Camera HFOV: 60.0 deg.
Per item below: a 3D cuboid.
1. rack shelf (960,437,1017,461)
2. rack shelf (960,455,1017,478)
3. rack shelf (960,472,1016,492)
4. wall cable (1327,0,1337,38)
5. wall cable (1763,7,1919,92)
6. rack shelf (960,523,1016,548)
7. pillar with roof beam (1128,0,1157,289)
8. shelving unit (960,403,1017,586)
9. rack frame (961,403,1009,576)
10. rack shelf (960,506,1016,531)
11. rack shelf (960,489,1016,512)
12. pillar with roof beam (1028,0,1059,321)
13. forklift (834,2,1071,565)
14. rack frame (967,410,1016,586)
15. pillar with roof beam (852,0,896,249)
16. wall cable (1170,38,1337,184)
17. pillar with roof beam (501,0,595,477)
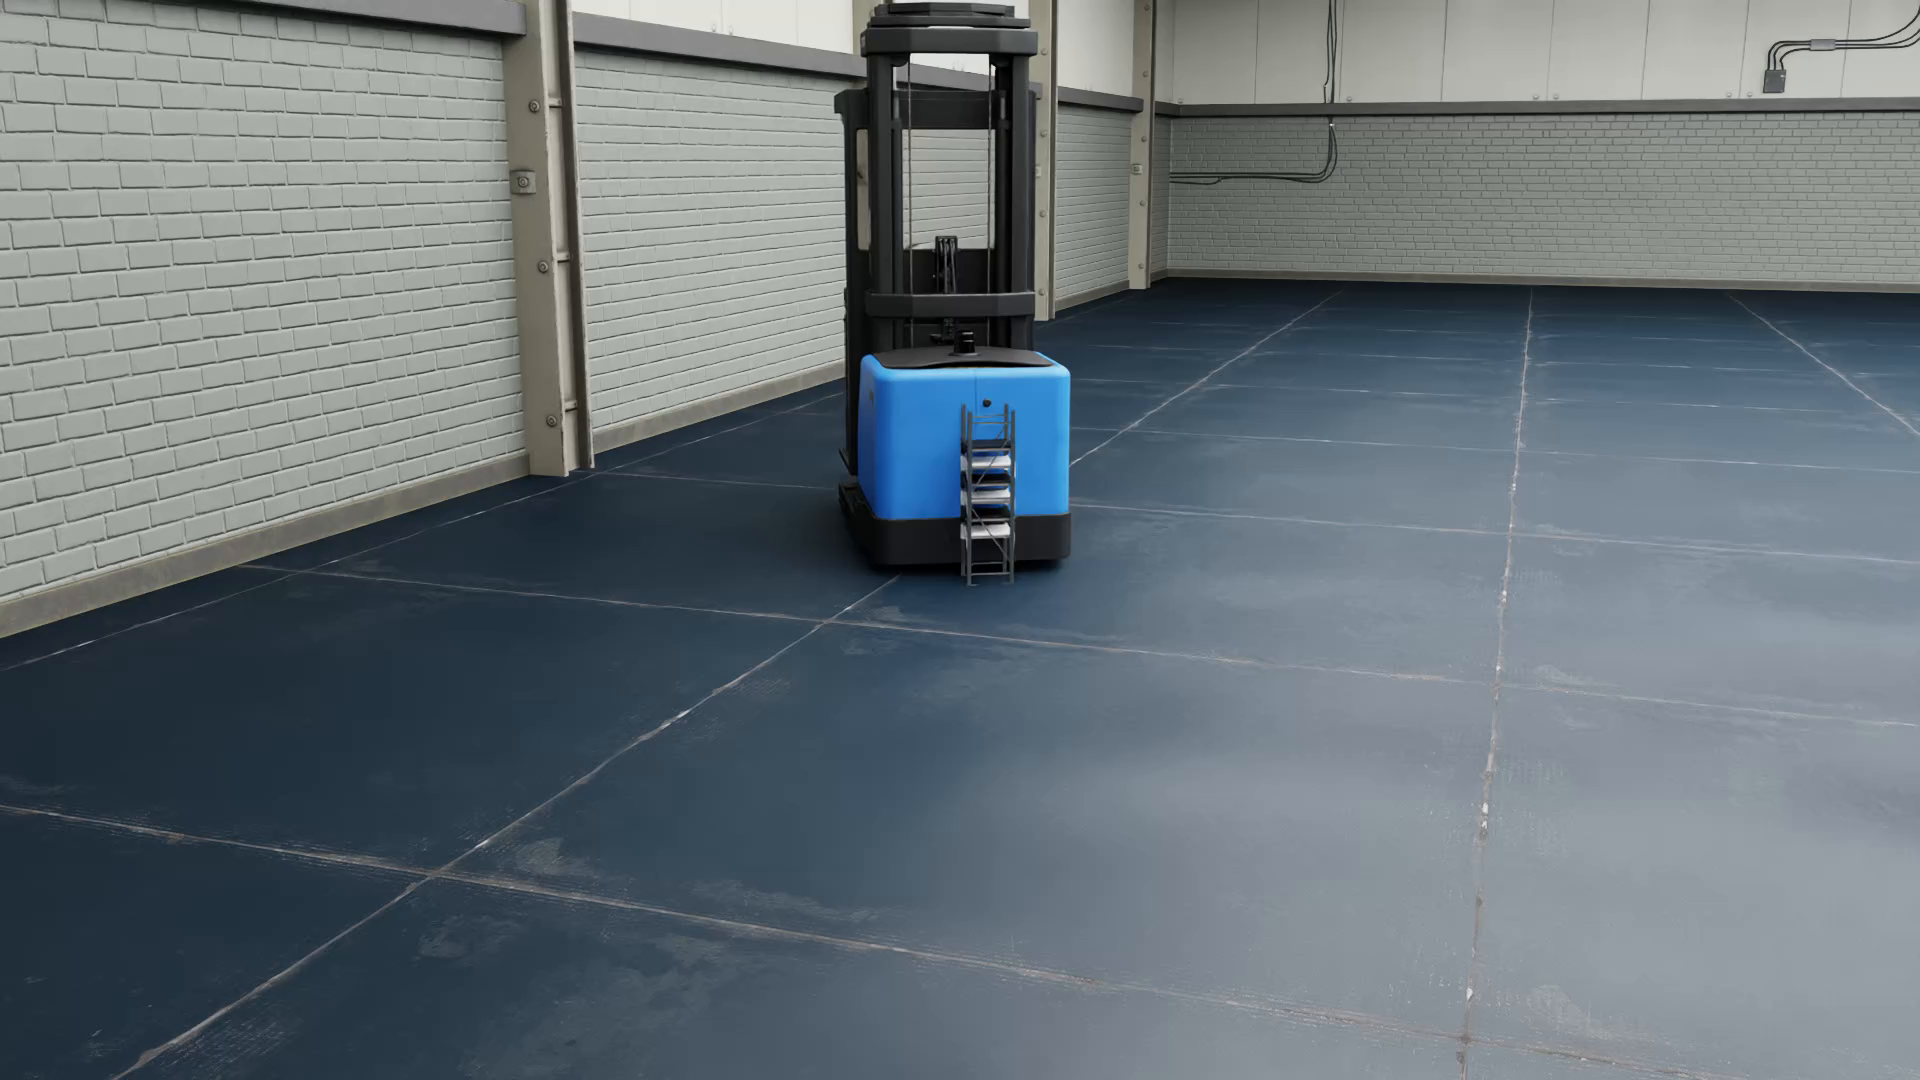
[{"bbox_3d":[0.142,-0.459,8.402,0.258,0.077,0.200,-2,15,-8],"label":"rack shelf"},{"bbox_3d":[0.142,-0.372,8.424,0.258,0.077,0.200,-2,15,-8],"label":"rack shelf"},{"bbox_3d":[0.141,-0.285,8.446,0.258,0.077,0.200,-2,15,-8],"label":"rack shelf"},{"bbox_3d":[7.799,-9.942,28.454,3.097,2.526,0.112,4,14,18],"label":"wall cable"},{"bbox_3d":[14.216,-10.160,26.136,2.305,6.003,0.169,4,14,18],"label":"wall cable"},{"bbox_3d":[0.140,-0.023,8.514,0.258,0.077,0.200,-2,15,-8],"label":"rack shelf"},{"bbox_3d":[7.108,-8.354,25.865,9.100,9.000,0.400,4,14,18],"label":"pillar with roof beam"},{"bbox_3d":[0.141,-0.230,8.461,0.258,0.900,0.210,-2,15,-8],"label":"shelving unit"},{"bbox_3d":[0.126,-0.255,8.558,0.240,0.900,0.006,-2,15,-8],"label":"rack frame"},{"bbox_3d":[0.141,-0.111,8.491,0.258,0.077,0.200,-2,15,-8],"label":"rack shelf"},{"bbox_3d":[0.141,-0.198,8.469,0.258,0.077,0.200,-2,15,-8],"label":"rack shelf"},{"bbox_3d":[5.166,-7.090,20.330,9.100,9.000,0.400,4,14,18],"label":"pillar with roof beam"},{"bbox_3d":[-0.151,-1.576,9.805,1.130,2.935,3.031,-2,13,-9],"label":"forklift"},{"bbox_3d":[0.156,-0.205,8.363,0.240,0.900,0.006,-2,15,-8],"label":"rack frame"},{"bbox_3d":[3.225,-5.827,14.795,9.100,9.000,0.400,4,14,18],"label":"pillar with roof beam"},{"bbox_3d":[5.239,-7.675,29.869,3.097,2.526,0.112,4,14,18],"label":"wall cable"},{"bbox_3d":[1.284,-4.564,9.260,9.100,9.000,0.400,4,14,18],"label":"pillar with roof beam"}]
